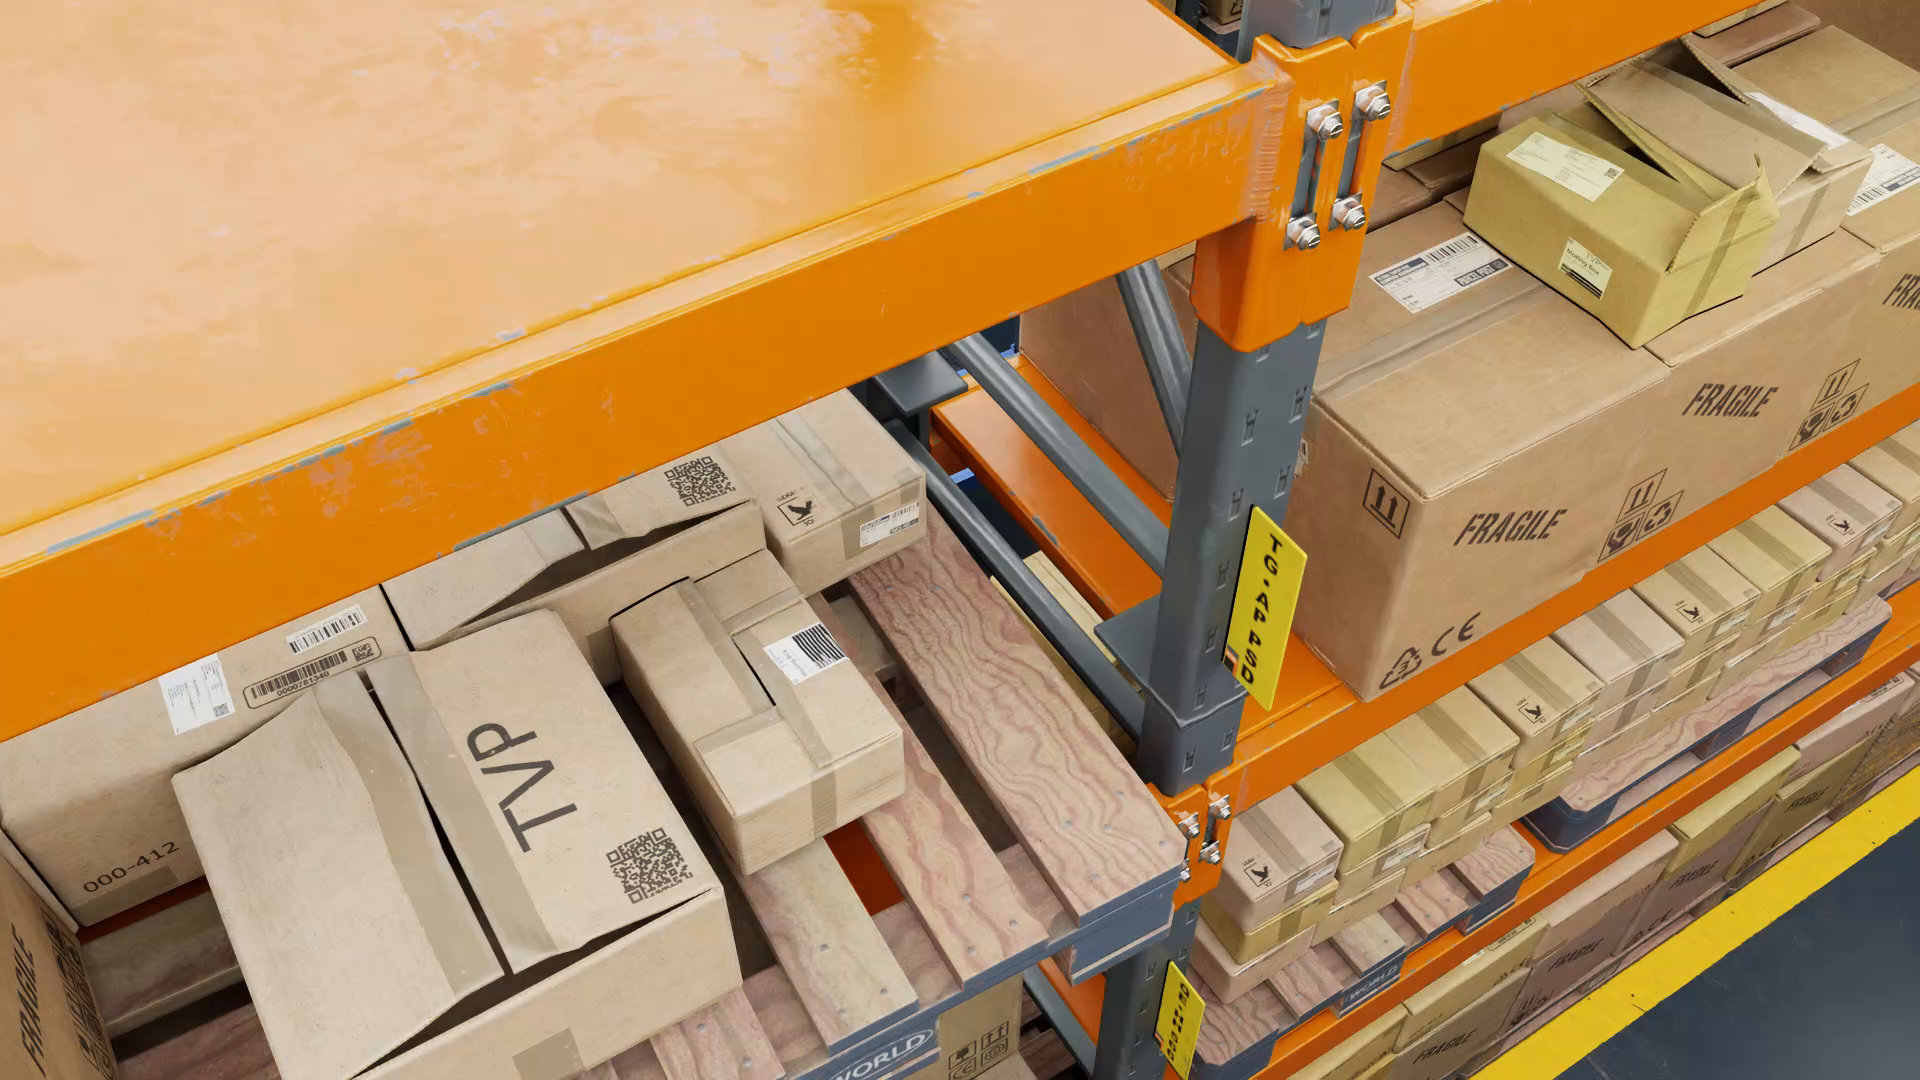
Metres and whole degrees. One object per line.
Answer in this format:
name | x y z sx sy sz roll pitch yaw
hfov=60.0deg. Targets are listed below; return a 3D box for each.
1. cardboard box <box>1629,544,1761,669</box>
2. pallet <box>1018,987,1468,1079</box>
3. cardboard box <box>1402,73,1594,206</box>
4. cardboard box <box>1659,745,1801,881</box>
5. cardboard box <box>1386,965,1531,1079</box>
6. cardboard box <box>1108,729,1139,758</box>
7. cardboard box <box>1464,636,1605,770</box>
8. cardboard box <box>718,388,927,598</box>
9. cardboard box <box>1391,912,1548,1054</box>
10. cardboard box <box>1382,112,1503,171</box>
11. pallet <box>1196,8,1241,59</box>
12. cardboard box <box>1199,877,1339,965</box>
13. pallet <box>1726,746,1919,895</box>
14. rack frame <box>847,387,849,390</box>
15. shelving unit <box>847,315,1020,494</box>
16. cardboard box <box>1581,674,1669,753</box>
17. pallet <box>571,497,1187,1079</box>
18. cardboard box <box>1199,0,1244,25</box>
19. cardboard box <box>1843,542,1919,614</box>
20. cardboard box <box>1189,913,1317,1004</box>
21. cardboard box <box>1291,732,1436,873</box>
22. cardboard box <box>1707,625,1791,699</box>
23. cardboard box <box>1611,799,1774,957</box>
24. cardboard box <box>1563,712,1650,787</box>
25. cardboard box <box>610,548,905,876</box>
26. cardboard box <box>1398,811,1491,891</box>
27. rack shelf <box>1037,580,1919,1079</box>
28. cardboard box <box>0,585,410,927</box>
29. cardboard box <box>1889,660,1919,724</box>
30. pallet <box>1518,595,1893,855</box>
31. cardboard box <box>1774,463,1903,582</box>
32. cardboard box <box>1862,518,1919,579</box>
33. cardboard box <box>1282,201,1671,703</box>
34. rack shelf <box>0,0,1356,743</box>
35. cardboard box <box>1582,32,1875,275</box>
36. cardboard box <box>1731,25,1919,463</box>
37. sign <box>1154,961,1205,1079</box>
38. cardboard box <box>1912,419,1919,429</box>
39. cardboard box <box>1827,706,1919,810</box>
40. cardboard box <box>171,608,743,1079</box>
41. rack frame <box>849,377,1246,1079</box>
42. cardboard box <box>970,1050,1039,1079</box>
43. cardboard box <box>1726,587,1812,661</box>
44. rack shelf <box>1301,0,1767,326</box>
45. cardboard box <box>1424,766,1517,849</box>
cardboard box | 1.714 0.098 4.088 0.250 0.149 0.380 -24 52 -20
pallet | 0.771 1.556 5.169 1.213 0.211 1.003 -25 53 -21
cardboard box | 0.873 -0.688 3.224 0.500 0.500 0.500 -25 53 -21
cardboard box | 2.116 0.659 4.990 0.500 0.250 0.500 -27 54 -22
cardboard box | 1.267 1.307 4.915 0.500 0.500 0.500 -25 53 -20
cardboard box | 0.281 0.396 4.221 0.250 0.149 0.380 -24 53 -20
cardboard box | 1.264 0.314 3.896 0.250 0.149 0.380 -27 54 -22
cardboard box | -0.258 -0.116 2.602 0.250 0.149 0.380 -27 54 -22
cardboard box | 1.251 1.057 4.636 0.500 0.250 0.500 -26 53 -21
cardboard box | 0.739 -0.886 2.888 0.258 0.266 0.396 -25 53 -21
pallet | 1.616 -3.154 9.363 1.213 0.211 1.003 -25 53 -21
cardboard box | 0.625 0.718 3.735 0.250 0.149 0.380 -23 52 -19
pallet | 2.835 0.583 6.035 1.213 0.211 1.003 -25 53 -21
rack frame | -0.502 -0.262 5.925 0.032 1.500 0.500 -25 53 -21
shelving unit | -0.072 -0.465 6.105 1.048 1.500 0.538 -25 53 -21
cardboard box | 1.502 0.301 4.107 0.250 0.149 0.380 -25 53 -21
pallet | -0.407 0.294 2.543 1.003 0.211 1.213 -23 52 -19
cardboard box | 1.532 -3.474 8.922 0.875 0.875 0.875 -25 53 -21
cardboard box | 2.387 -0.012 4.584 0.250 0.149 0.380 -27 54 -22
cardboard box | 0.596 0.832 3.833 0.250 0.149 0.380 -26 53 -21
cardboard box | 0.830 0.514 3.718 0.250 0.149 0.380 -27 54 -22
cardboard box | 1.937 0.199 4.396 0.250 0.149 0.380 -27 54 -22
cardboard box | 2.131 0.896 5.281 0.500 0.500 0.500 -26 53 -22
cardboard box | 1.502 0.401 4.217 0.250 0.149 0.380 -24 52 -20
cardboard box | -0.280 0.223 2.287 0.250 0.166 0.380 -25 53 -21
cardboard box | 1.051 0.617 4.024 0.250 0.149 0.380 -23 52 -19
rack shelf | 1.801 0.381 4.829 4.000 0.370 1.077 -25 53 -21
cardboard box | -1.044 0.167 2.282 0.500 0.250 0.500 -24 53 -20
cardboard box | 2.997 0.243 5.360 0.500 0.250 0.500 -27 53 -22
pallet | 1.762 0.188 4.648 1.213 0.211 1.003 -25 53 -21
cardboard box | 2.154 -0.107 4.271 0.250 0.149 0.380 -27 54 -22
cardboard box | 2.378 -0.110 4.472 0.250 0.149 0.380 -28 54 -23
cardboard box | 0.735 -0.152 2.746 0.500 0.500 0.500 -25 53 -21
rack shelf | -1.582 0.113 1.319 4.000 0.370 1.077 -25 53 -21
cardboard box | 1.229 -0.666 2.692 0.258 0.266 0.396 -25 53 -21
cardboard box | 1.574 -0.558 3.108 0.500 0.500 0.500 -25 53 -21
sign | 0.408 0.903 3.107 0.005 0.325 0.100 -25 53 -21
cardboard box | 2.589 -0.312 4.453 0.250 0.149 0.380 -25 53 -21
cardboard box | 3.001 0.490 5.643 0.500 0.500 0.500 -26 53 -21
cardboard box | -0.614 0.404 2.030 0.500 0.311 0.500 -25 53 -21
rack frame | 0.110 0.939 3.851 0.127 3.000 1.000 -25 53 -21
cardboard box | -0.128 1.254 3.503 0.500 0.500 0.500 -25 53 -21
cardboard box | 1.940 0.094 4.291 0.250 0.149 0.380 -23 52 -20
rack shelf | 1.801 -1.481 2.738 4.000 0.370 1.077 -25 53 -21
cardboard box | 1.078 0.500 3.929 0.250 0.149 0.380 -27 54 -22
